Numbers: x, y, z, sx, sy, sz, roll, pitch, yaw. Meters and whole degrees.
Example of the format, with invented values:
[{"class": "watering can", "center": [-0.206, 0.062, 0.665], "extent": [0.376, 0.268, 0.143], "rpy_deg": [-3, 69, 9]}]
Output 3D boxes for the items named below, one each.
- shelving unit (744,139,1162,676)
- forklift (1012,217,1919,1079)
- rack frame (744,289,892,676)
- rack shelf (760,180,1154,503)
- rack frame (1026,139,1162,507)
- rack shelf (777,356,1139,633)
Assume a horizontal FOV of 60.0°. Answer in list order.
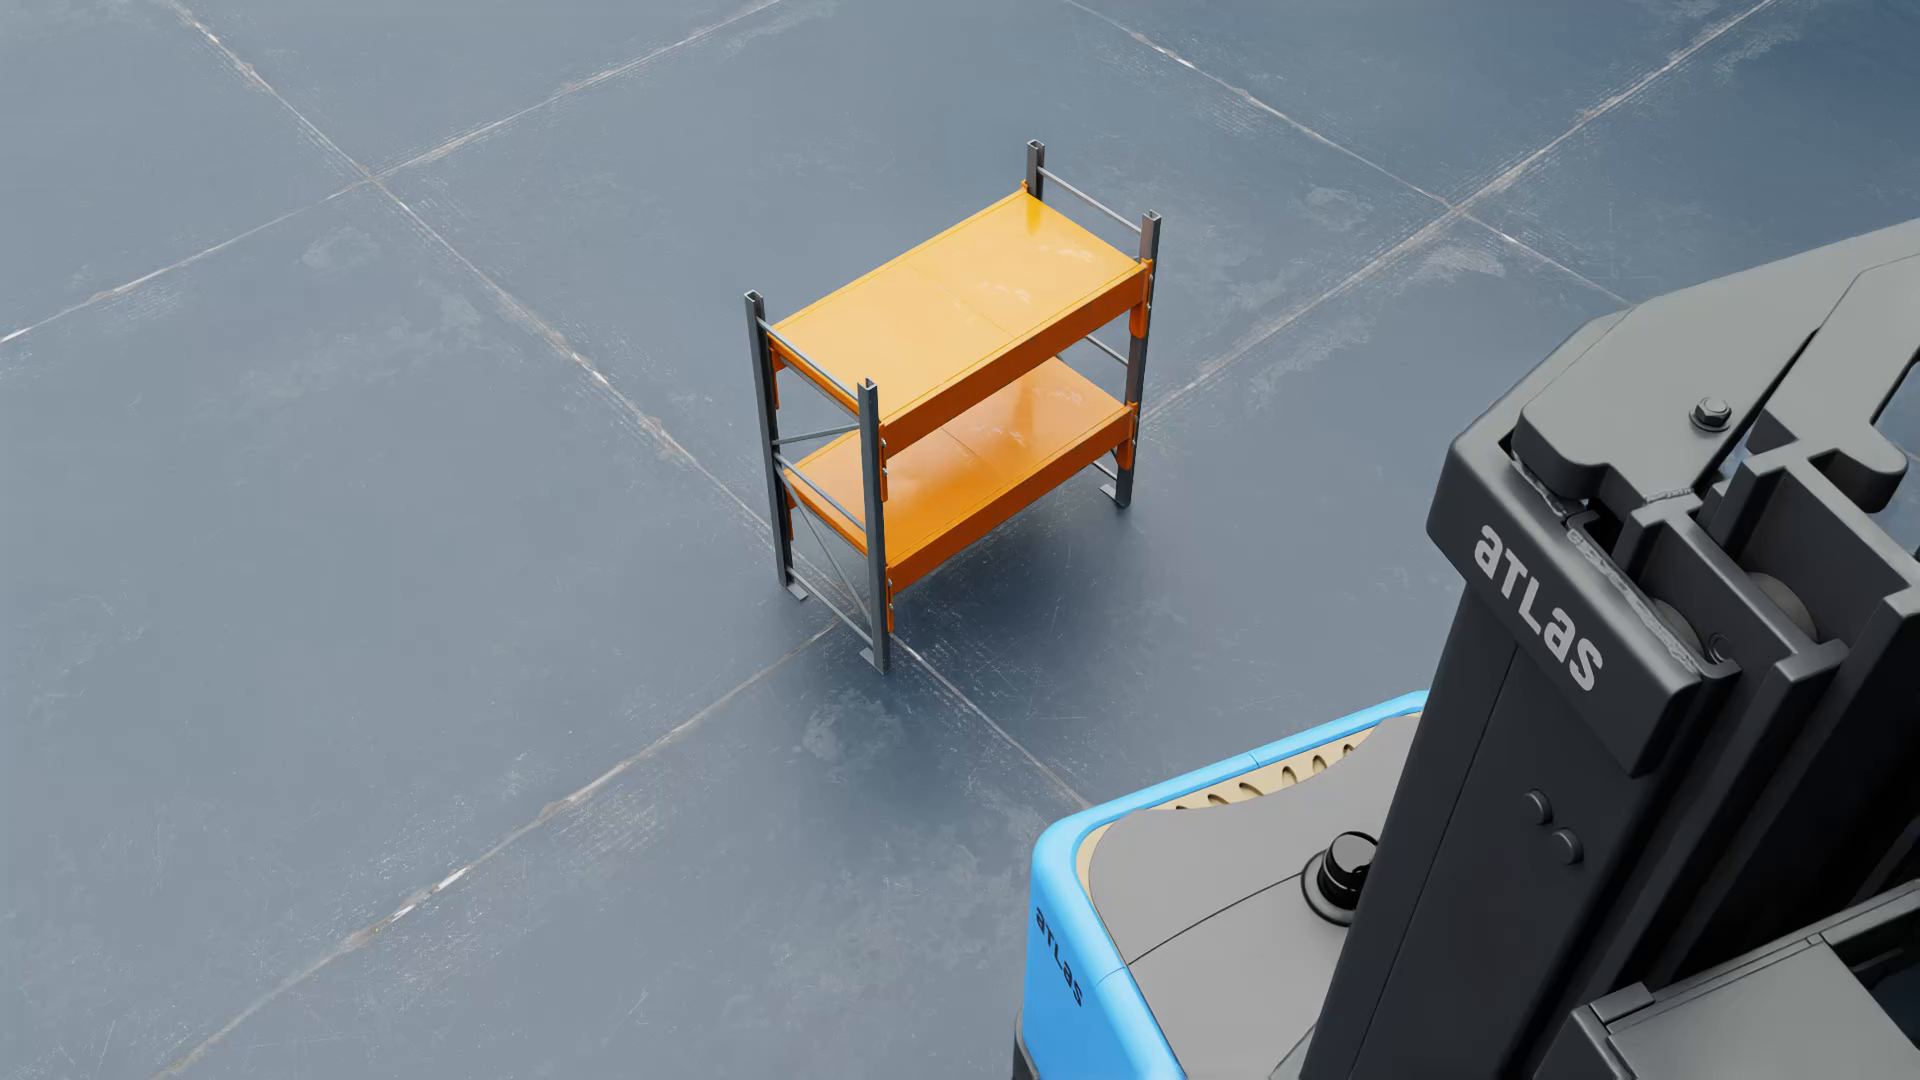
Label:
[{"class": "shelving unit", "center": [-0.005, -0.378, 4.833], "extent": [1.048, 1.125, 0.538], "rpy_deg": [-34, 56, -27]}, {"class": "forklift", "center": [1.160, 1.169, 2.177], "extent": [1.130, 2.935, 3.031], "rpy_deg": [-17, 50, -15]}, {"class": "rack frame", "center": [-0.381, -0.127, 4.602], "extent": [0.032, 1.125, 0.500], "rpy_deg": [-34, 56, -27]}, {"class": "rack shelf", "center": [-0.005, -0.577, 4.618], "extent": [1.000, 0.278, 0.538], "rpy_deg": [-34, 56, -27]}, {"class": "rack frame", "center": [0.371, -0.629, 5.065], "extent": [0.032, 1.125, 0.500], "rpy_deg": [-34, 56, -27]}, {"class": "rack shelf", "center": [-0.005, -0.212, 5.013], "extent": [1.000, 0.278, 0.538], "rpy_deg": [-34, 56, -27]}]
